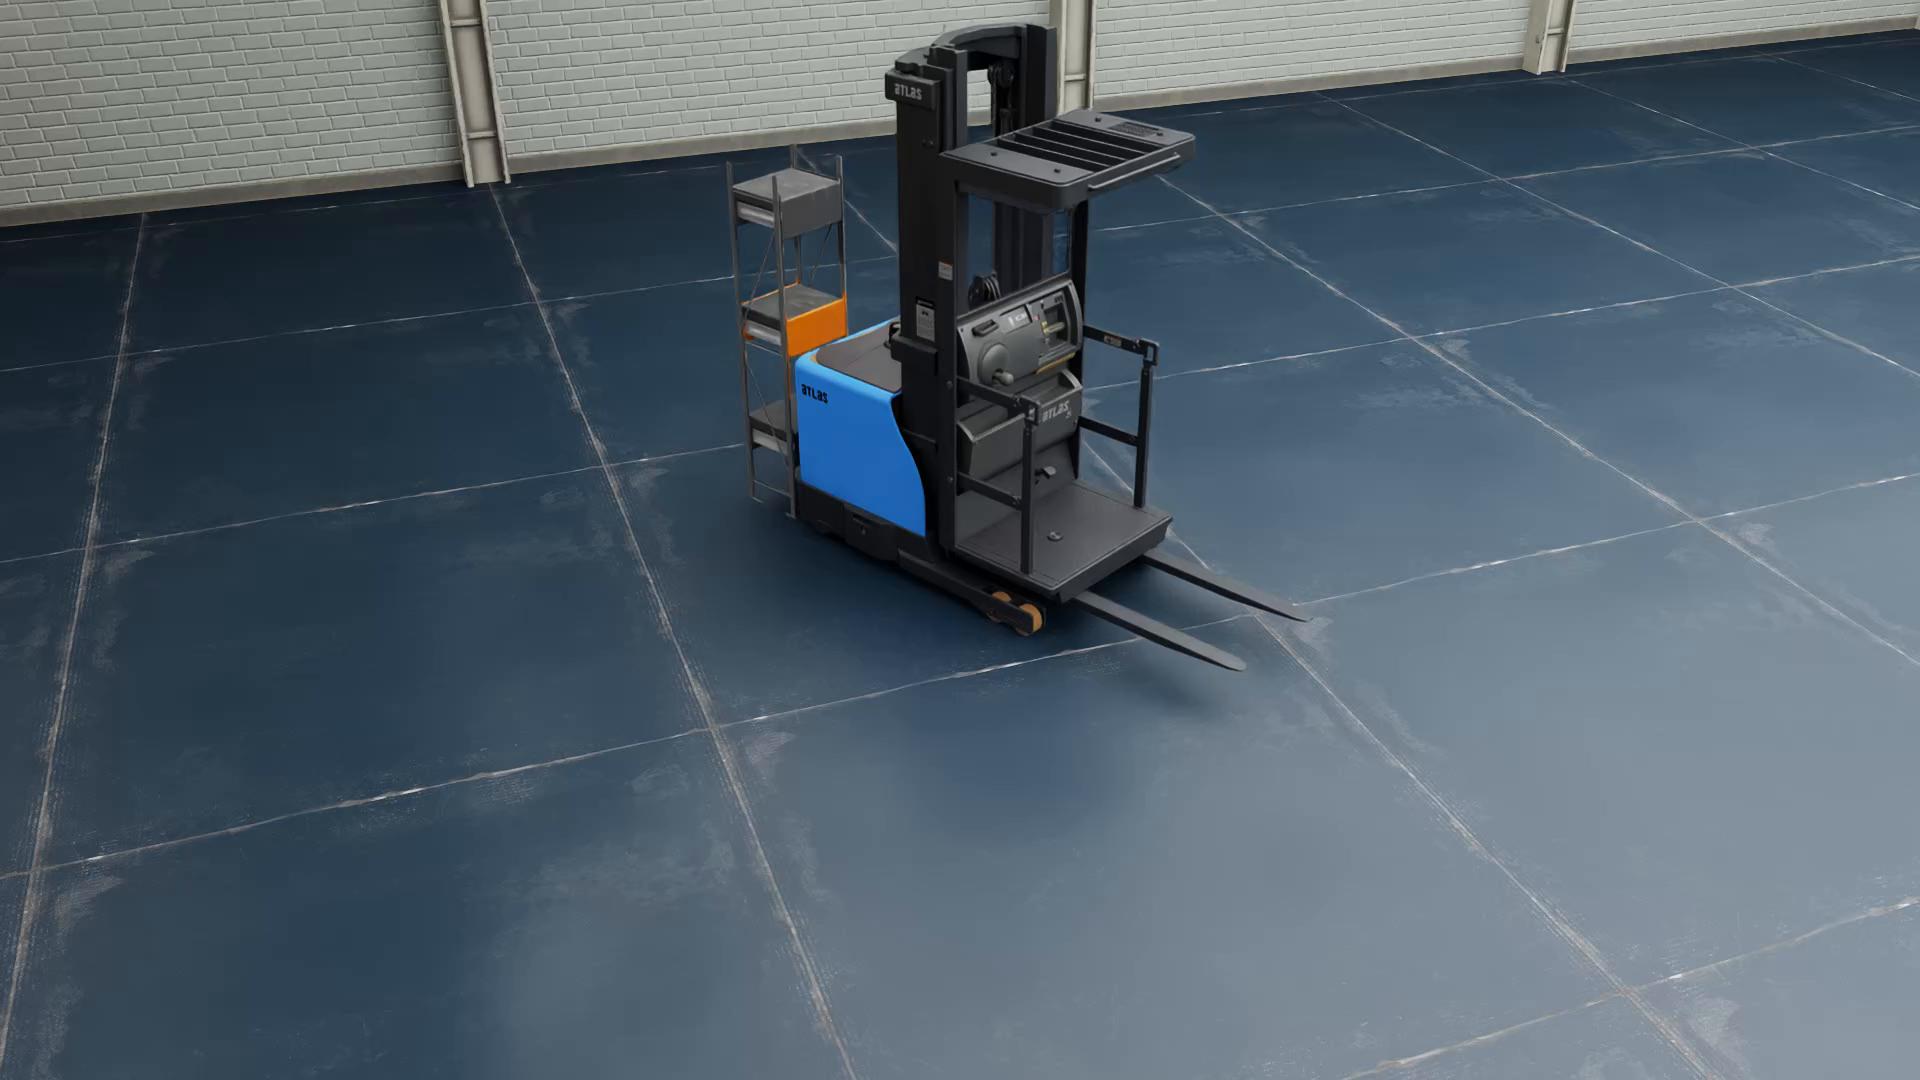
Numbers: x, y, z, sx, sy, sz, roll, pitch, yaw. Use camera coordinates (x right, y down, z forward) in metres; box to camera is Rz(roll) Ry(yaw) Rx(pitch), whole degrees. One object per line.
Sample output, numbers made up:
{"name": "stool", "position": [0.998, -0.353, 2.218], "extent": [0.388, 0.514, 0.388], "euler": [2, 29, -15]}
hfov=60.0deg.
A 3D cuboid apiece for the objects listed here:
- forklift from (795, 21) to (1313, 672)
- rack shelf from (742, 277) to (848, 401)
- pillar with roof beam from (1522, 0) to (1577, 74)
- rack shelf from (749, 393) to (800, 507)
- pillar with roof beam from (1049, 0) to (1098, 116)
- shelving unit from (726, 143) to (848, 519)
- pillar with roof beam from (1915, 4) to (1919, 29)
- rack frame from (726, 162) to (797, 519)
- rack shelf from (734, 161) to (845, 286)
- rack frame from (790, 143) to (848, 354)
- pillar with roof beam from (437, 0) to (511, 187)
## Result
{"name": "forklift", "position": [0.481, -1.059, 8.648], "extent": [3.031, 2.935, 1.130], "euler": [24, 37, 36]}
{"name": "rack shelf", "position": [-0.974, -1.184, 9.735], "extent": [0.431, 0.518, 0.480], "euler": [23, 37, 35]}
{"name": "pillar with roof beam", "position": [8.282, -7.384, 13.620], "extent": [0.400, 9.000, 9.100], "euler": [-10, 31, -18]}
{"name": "rack shelf", "position": [-0.974, -0.576, 10.081], "extent": [0.431, 0.518, 0.480], "euler": [23, 37, 35]}
{"name": "pillar with roof beam", "position": [2.659, -6.348, 11.802], "extent": [0.400, 9.000, 9.100], "euler": [-10, 31, -18]}
{"name": "shelving unit", "position": [-0.974, -1.196, 9.728], "extent": [0.431, 2.100, 0.503], "euler": [23, 37, 35]}
{"name": "pillar with roof beam", "position": [13.906, -8.420, 15.438], "extent": [0.400, 9.000, 9.100], "euler": [-10, 31, -18]}
{"name": "rack frame", "position": [-1.134, -1.105, 9.568], "extent": [0.400, 2.100, 0.015], "euler": [23, 37, 35]}
{"name": "rack shelf", "position": [-0.974, -1.792, 9.388], "extent": [0.431, 0.518, 0.480], "euler": [23, 37, 35]}
{"name": "rack frame", "position": [-0.813, -1.287, 9.888], "extent": [0.400, 2.100, 0.015], "euler": [23, 37, 35]}
{"name": "pillar with roof beam", "position": [-2.965, -5.313, 9.985], "extent": [0.400, 9.000, 9.100], "euler": [-10, 31, -18]}
